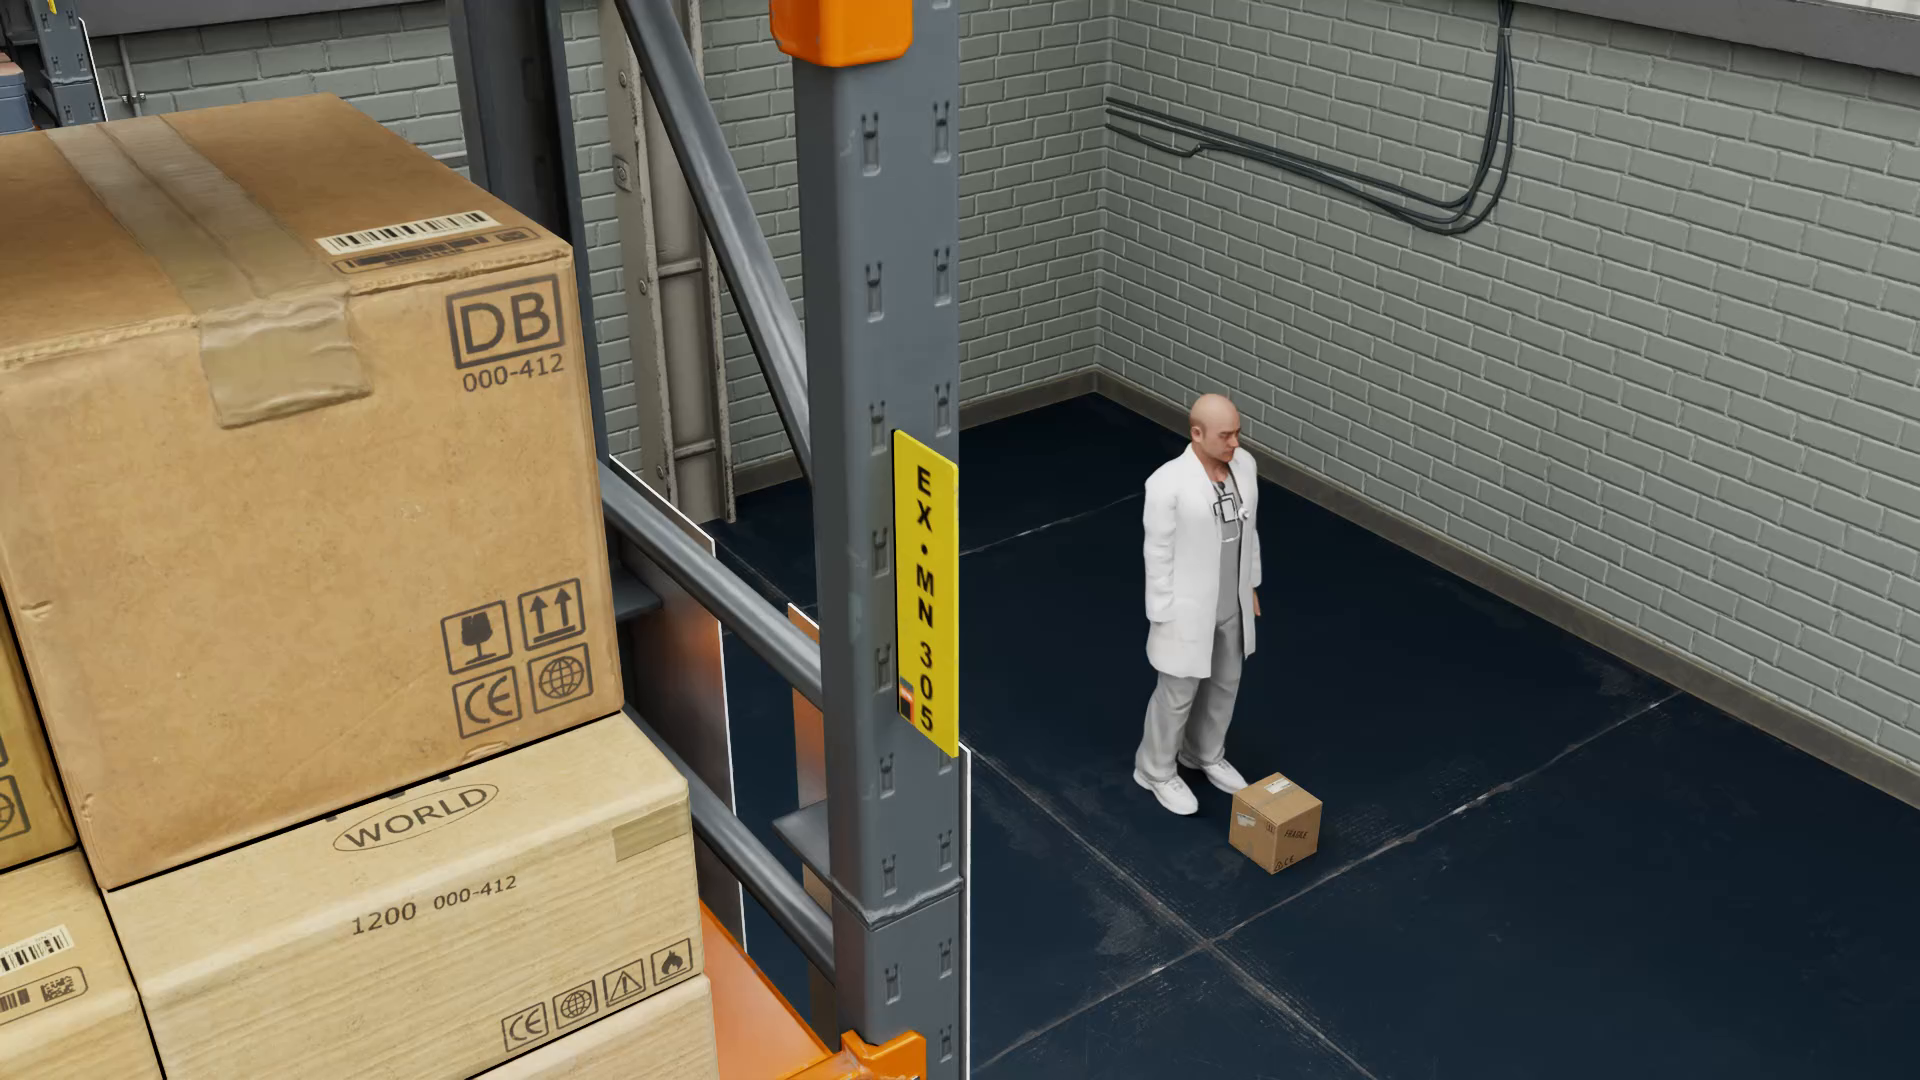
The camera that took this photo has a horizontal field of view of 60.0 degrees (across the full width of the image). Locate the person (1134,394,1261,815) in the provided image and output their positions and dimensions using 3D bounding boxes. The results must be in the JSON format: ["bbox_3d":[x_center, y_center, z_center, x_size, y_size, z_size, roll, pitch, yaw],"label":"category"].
[{"bbox_3d":[0.988,0.304,6.687,0.562,1.671,0.379,-18,33,-29],"label":"person"}]
